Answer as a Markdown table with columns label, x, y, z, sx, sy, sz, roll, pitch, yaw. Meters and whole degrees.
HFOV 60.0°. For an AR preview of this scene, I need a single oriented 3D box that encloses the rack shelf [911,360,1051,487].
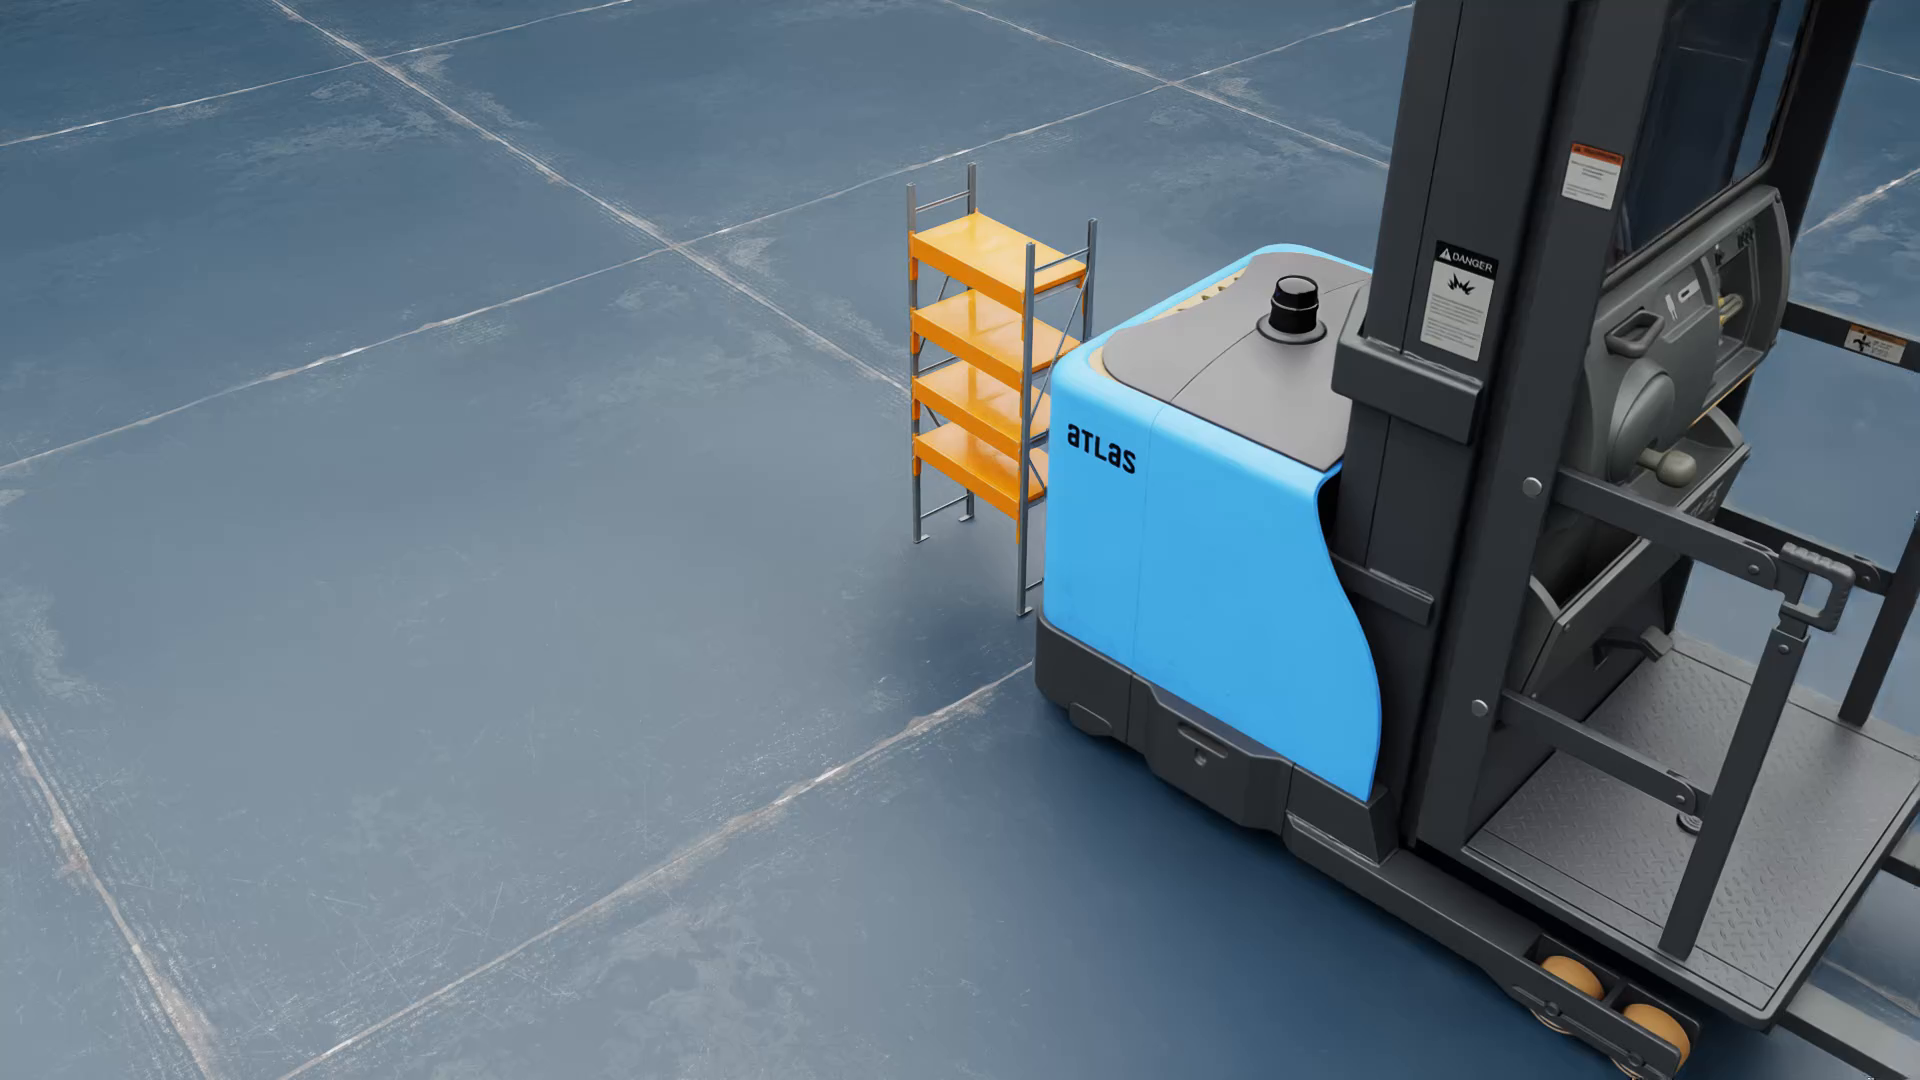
| label | x | y | z | sx | sy | sz | roll | pitch | yaw |
| --- | --- | --- | --- | --- | --- | --- | --- | --- | --- |
| rack shelf | 0.107 | -0.362 | 4.839 | 0.258 | 0.148 | 0.480 | -26 | 43 | -32 |

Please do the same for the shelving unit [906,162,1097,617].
| label | x | y | z | sx | sy | sz | roll | pitch | yaw |
| --- | --- | --- | --- | --- | --- | --- | --- | --- | --- |
| shelving unit | 0.107 | -0.417 | 4.800 | 0.258 | 1.200 | 0.503 | -26 | 43 | -32 |

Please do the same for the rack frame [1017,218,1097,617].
| label | x | y | z | sx | sy | sz | roll | pitch | yaw |
| --- | --- | --- | --- | --- | --- | --- | --- | --- | --- |
| rack frame | 0.264 | -0.309 | 4.648 | 0.240 | 1.200 | 0.015 | -26 | 43 | -32 |

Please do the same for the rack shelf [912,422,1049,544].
| label | x | y | z | sx | sy | sz | roll | pitch | yaw |
| --- | --- | --- | --- | --- | --- | --- | --- | --- | --- |
| rack shelf | 0.107 | -0.200 | 4.954 | 0.258 | 0.148 | 0.480 | -26 | 43 | -32 |

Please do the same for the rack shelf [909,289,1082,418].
| label | x | y | z | sx | sy | sz | roll | pitch | yaw |
| --- | --- | --- | --- | --- | --- | --- | --- | --- | --- |
| rack shelf | 0.107 | -0.544 | 4.710 | 0.258 | 0.148 | 0.480 | -26 | 43 | -32 |

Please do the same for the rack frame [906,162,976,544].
| label | x | y | z | sx | sy | sz | roll | pitch | yaw |
| --- | --- | --- | --- | --- | --- | --- | --- | --- | --- |
| rack frame | -0.051 | -0.524 | 4.952 | 0.240 | 1.200 | 0.015 | -26 | 43 | -32 |

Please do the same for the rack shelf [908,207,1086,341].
| label | x | y | z | sx | sy | sz | roll | pitch | yaw |
| --- | --- | --- | --- | --- | --- | --- | --- | --- | --- |
| rack shelf | 0.107 | -0.737 | 4.573 | 0.258 | 0.148 | 0.480 | -26 | 43 | -32 |

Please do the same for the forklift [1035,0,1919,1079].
| label | x | y | z | sx | sy | sz | roll | pitch | yaw |
| --- | --- | --- | --- | --- | --- | --- | --- | --- | --- |
| forklift | 1.621 | -0.367 | 3.233 | 3.031 | 2.935 | 1.130 | 29 | 44 | 34 |
